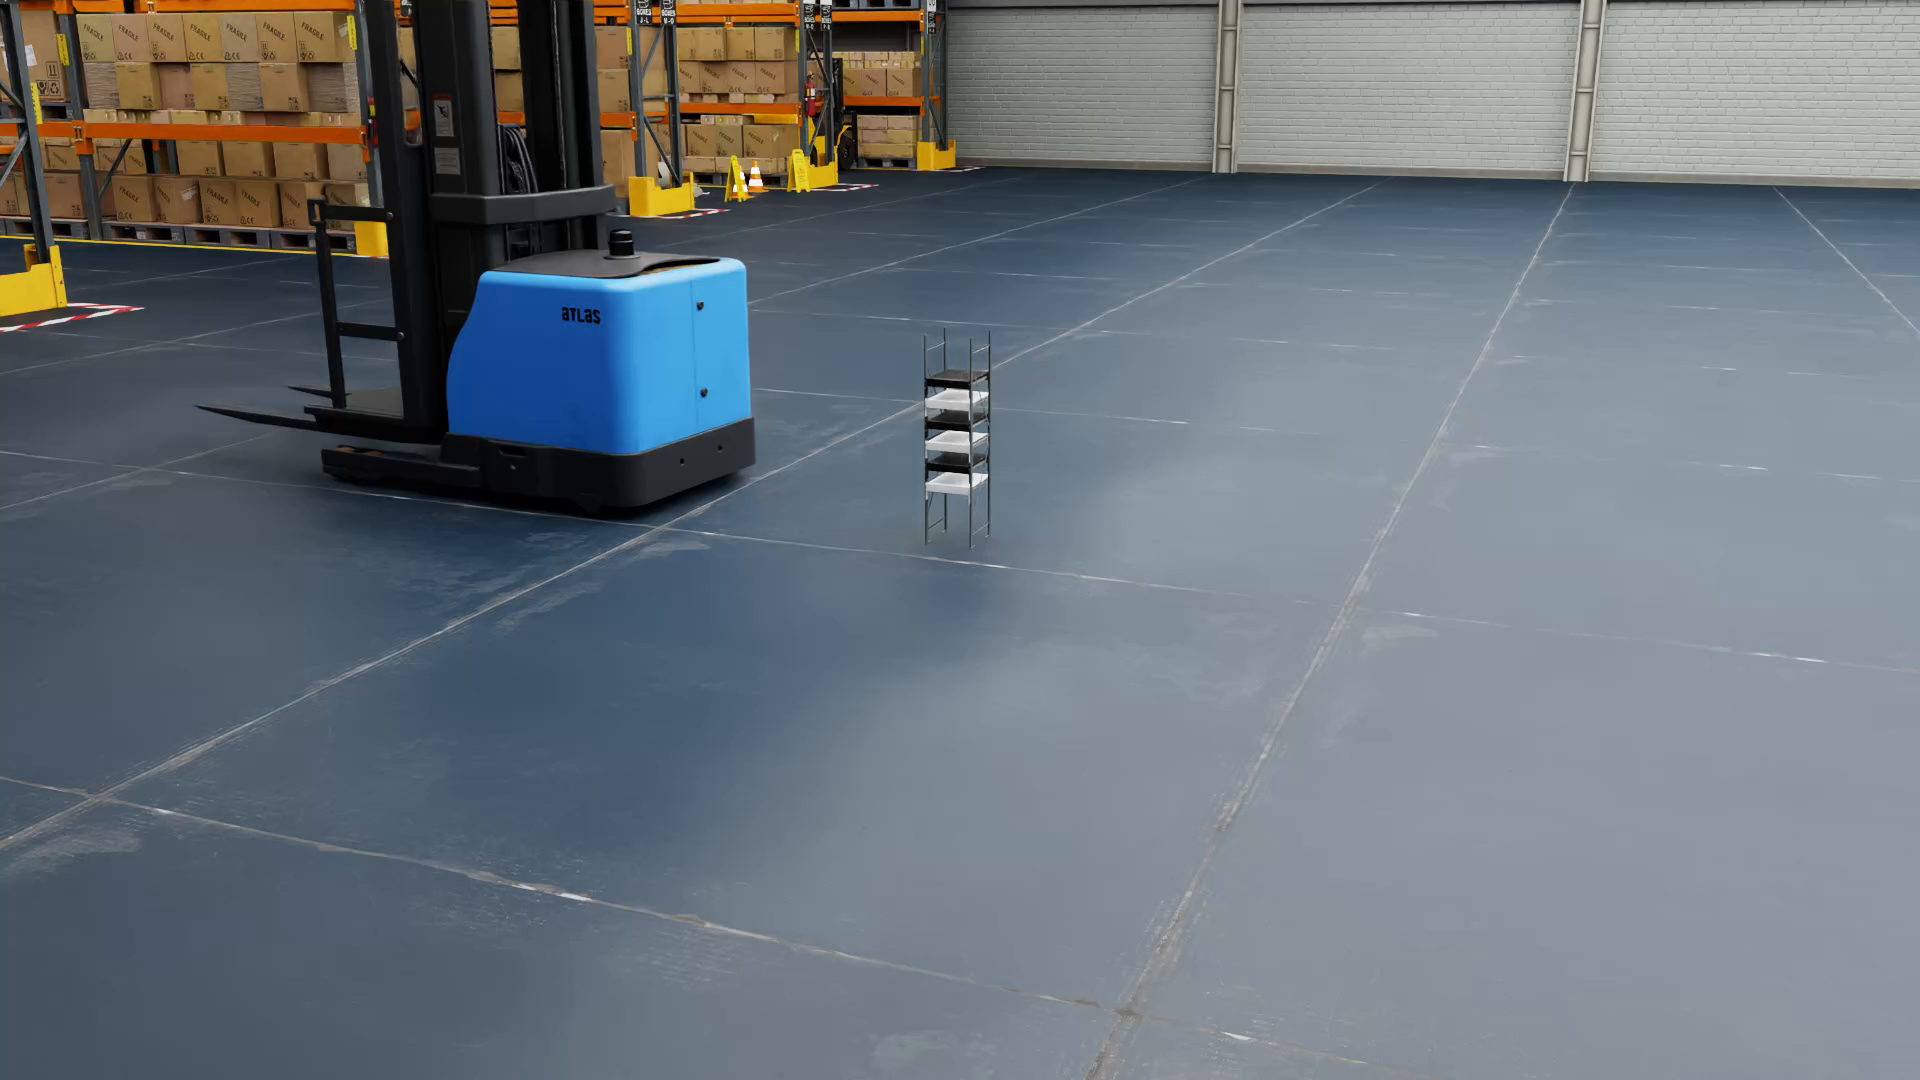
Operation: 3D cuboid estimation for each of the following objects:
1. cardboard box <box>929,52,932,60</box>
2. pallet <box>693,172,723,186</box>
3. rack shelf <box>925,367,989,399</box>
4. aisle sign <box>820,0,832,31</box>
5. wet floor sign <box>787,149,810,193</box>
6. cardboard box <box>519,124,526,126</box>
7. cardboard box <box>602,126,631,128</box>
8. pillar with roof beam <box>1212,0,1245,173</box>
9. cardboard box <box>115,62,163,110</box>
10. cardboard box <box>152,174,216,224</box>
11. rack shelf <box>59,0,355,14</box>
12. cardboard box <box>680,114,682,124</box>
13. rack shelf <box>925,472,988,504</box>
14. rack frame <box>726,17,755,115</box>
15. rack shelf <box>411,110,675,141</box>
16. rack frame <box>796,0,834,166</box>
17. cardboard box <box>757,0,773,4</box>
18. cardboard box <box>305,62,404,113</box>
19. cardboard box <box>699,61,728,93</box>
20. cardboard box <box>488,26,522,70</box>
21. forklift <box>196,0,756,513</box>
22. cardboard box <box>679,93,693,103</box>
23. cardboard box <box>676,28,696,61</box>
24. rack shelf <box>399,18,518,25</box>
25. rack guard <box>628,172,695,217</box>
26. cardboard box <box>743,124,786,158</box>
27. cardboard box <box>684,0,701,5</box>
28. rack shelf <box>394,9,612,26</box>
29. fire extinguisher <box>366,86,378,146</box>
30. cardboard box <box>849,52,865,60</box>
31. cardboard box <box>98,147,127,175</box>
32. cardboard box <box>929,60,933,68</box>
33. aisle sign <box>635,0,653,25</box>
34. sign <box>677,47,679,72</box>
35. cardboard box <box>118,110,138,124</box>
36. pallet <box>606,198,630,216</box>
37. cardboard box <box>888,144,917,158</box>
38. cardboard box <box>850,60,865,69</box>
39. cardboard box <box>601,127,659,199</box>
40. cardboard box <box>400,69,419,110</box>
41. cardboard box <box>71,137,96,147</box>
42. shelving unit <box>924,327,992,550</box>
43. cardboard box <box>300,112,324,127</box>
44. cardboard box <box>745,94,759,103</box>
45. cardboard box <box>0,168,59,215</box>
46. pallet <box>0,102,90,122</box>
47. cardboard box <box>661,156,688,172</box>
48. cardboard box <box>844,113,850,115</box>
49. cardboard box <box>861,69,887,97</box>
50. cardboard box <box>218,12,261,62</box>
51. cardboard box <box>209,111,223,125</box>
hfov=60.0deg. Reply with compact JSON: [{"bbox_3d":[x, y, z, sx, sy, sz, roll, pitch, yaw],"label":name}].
[{"bbox_3d":[-0.700,-9.009,30.950,0.250,0.149,0.380,6,17,20],"label":"cardboard box"},{"bbox_3d":[-4.229,-6.015,27.516,1.213,0.211,1.003,6,17,21],"label":"pallet"},{"bbox_3d":[-0.008,-0.660,6.985,0.200,0.077,0.258,6,17,21],"label":"rack shelf"},{"bbox_3d":[-2.113,-8.452,26.244,0.004,0.787,0.394,6,17,21],"label":"aisle sign"},{"bbox_3d":[-2.500,-5.702,25.657,0.232,0.644,0.267,14,21,40],"label":"wet floor sign"},{"bbox_3d":[-8.842,-8.278,34.038,0.500,0.500,0.500,6,17,20],"label":"cardboard box"},{"bbox_3d":[-5.555,-6.649,27.532,0.500,0.500,0.500,7,18,23],"label":"cardboard box"},{"bbox_3d":[3.219,-9.873,25.041,0.400,9.000,9.100,6,17,21],"label":"pillar with roof beam"},{"bbox_3d":[-8.793,-5.037,18.431,0.500,0.500,0.875,6,17,21],"label":"cardboard box"},{"bbox_3d":[-8.748,-3.862,18.826,0.500,0.500,0.500,13,21,38],"label":"cardboard box"},{"bbox_3d":[-7.781,-5.859,17.885,4.000,0.370,1.077,6,17,21],"label":"rack shelf"},{"bbox_3d":[-4.731,-6.854,27.072,0.250,0.149,0.380,7,18,24],"label":"cardboard box"},{"bbox_3d":[-0.008,-0.228,7.111,0.200,0.077,0.258,6,17,21],"label":"rack shelf"},{"bbox_3d":[-4.187,-8.826,32.196,0.127,3.000,1.000,6,17,21],"label":"rack frame"},{"bbox_3d":[-5.867,-5.694,22.698,4.000,0.370,1.077,6,17,21],"label":"rack shelf"},{"bbox_3d":[-2.284,-7.129,26.351,0.127,3.000,1.000,6,17,21],"label":"rack frame"},{"bbox_3d":[-2.962,-8.430,25.902,0.250,0.149,0.380,6,17,21],"label":"cardboard box"},{"bbox_3d":[-6.422,-4.813,17.661,0.500,0.500,0.875,6,17,21],"label":"cardboard box"},{"bbox_3d":[-3.818,-7.409,26.601,0.500,0.500,0.500,6,17,20],"label":"cardboard box"},{"bbox_3d":[-5.895,-6.619,22.388,0.500,0.550,0.875,6,17,21],"label":"cardboard box"},{"bbox_3d":[-2.560,-1.796,8.102,3.031,2.935,1.130,8,18,26],"label":"forklift"},{"bbox_3d":[-4.399,-7.151,26.875,0.250,0.149,0.380,6,17,20],"label":"cardboard box"},{"bbox_3d":[-4.233,-7.962,26.714,0.500,0.500,0.700,6,17,20],"label":"cardboard box"},{"bbox_3d":[-9.769,-10.535,33.993,4.000,0.370,1.077,6,17,21],"label":"rack shelf"},{"bbox_3d":[-3.984,-4.632,22.233,0.348,0.500,1.175,6,17,21],"label":"rack guard"},{"bbox_3d":[-3.125,-6.385,26.621,0.500,0.500,0.500,6,17,21],"label":"cardboard box"},{"bbox_3d":[-4.164,-8.559,26.345,0.250,0.149,0.380,6,17,20],"label":"cardboard box"},{"bbox_3d":[-7.866,-8.838,28.148,4.000,0.370,1.077,6,17,21],"label":"rack shelf"},{"bbox_3d":[-5.983,-4.391,17.057,0.183,0.674,0.296,6,17,21],"label":"fire extinguisher"},{"bbox_3d":[-1.858,-8.981,30.853,0.250,0.149,0.380,7,18,22],"label":"cardboard box"},{"bbox_3d":[-12.638,-5.708,25.187,0.500,0.500,0.500,7,18,23],"label":"cardboard box"},{"bbox_3d":[-0.687,-8.879,31.034,0.250,0.149,0.380,6,17,19],"label":"cardboard box"},{"bbox_3d":[-4.051,-6.999,21.238,0.004,0.787,0.394,6,17,21],"label":"aisle sign"},{"bbox_3d":[-3.797,-6.432,22.255,0.005,0.325,0.100,6,17,21],"label":"sign"},{"bbox_3d":[-9.081,-4.700,18.435,0.250,0.149,0.380,6,17,21],"label":"cardboard box"},{"bbox_3d":[-4.779,-4.558,22.494,1.213,0.211,1.003,6,17,21],"label":"pallet"},{"bbox_3d":[-1.019,-7.264,30.995,0.500,0.250,0.500,6,17,21],"label":"cardboard box"},{"bbox_3d":[-1.851,-8.844,30.913,0.250,0.149,0.380,6,17,19],"label":"cardboard box"},{"bbox_3d":[-4.662,-5.069,22.311,0.875,0.875,0.875,6,17,21],"label":"cardboard box"},{"bbox_3d":[-7.380,-6.282,23.163,0.550,0.550,0.875,6,17,21],"label":"cardboard box"},{"bbox_3d":[-13.122,-6.122,25.266,0.500,0.250,0.500,7,17,22],"label":"cardboard box"},{"bbox_3d":[-0.008,-0.433,7.051,0.210,0.900,0.258,6,17,21],"label":"shelving unit"},{"bbox_3d":[-6.745,-4.452,17.580,0.250,0.149,0.380,6,17,21],"label":"cardboard box"},{"bbox_3d":[-3.218,-7.020,26.427,0.250,0.149,0.380,6,17,20],"label":"cardboard box"},{"bbox_3d":[-11.162,-4.158,19.812,0.500,0.500,0.700,5,17,16],"label":"cardboard box"},{"bbox_3d":[-10.299,-4.992,19.333,1.213,0.211,1.003,6,17,21],"label":"pallet"},{"bbox_3d":[-4.560,-6.184,27.274,0.500,0.250,0.500,6,17,20],"label":"cardboard box"},{"bbox_3d":[-2.246,-8.035,31.856,0.500,0.250,0.500,6,17,20],"label":"cardboard box"},{"bbox_3d":[-1.500,-8.503,30.903,0.500,0.500,0.500,7,18,22],"label":"cardboard box"},{"bbox_3d":[-7.454,-5.324,17.626,0.500,0.500,0.500,6,17,21],"label":"cardboard box"},{"bbox_3d":[-7.902,-4.584,18.034,0.250,0.149,0.380,6,17,21],"label":"cardboard box"}]
